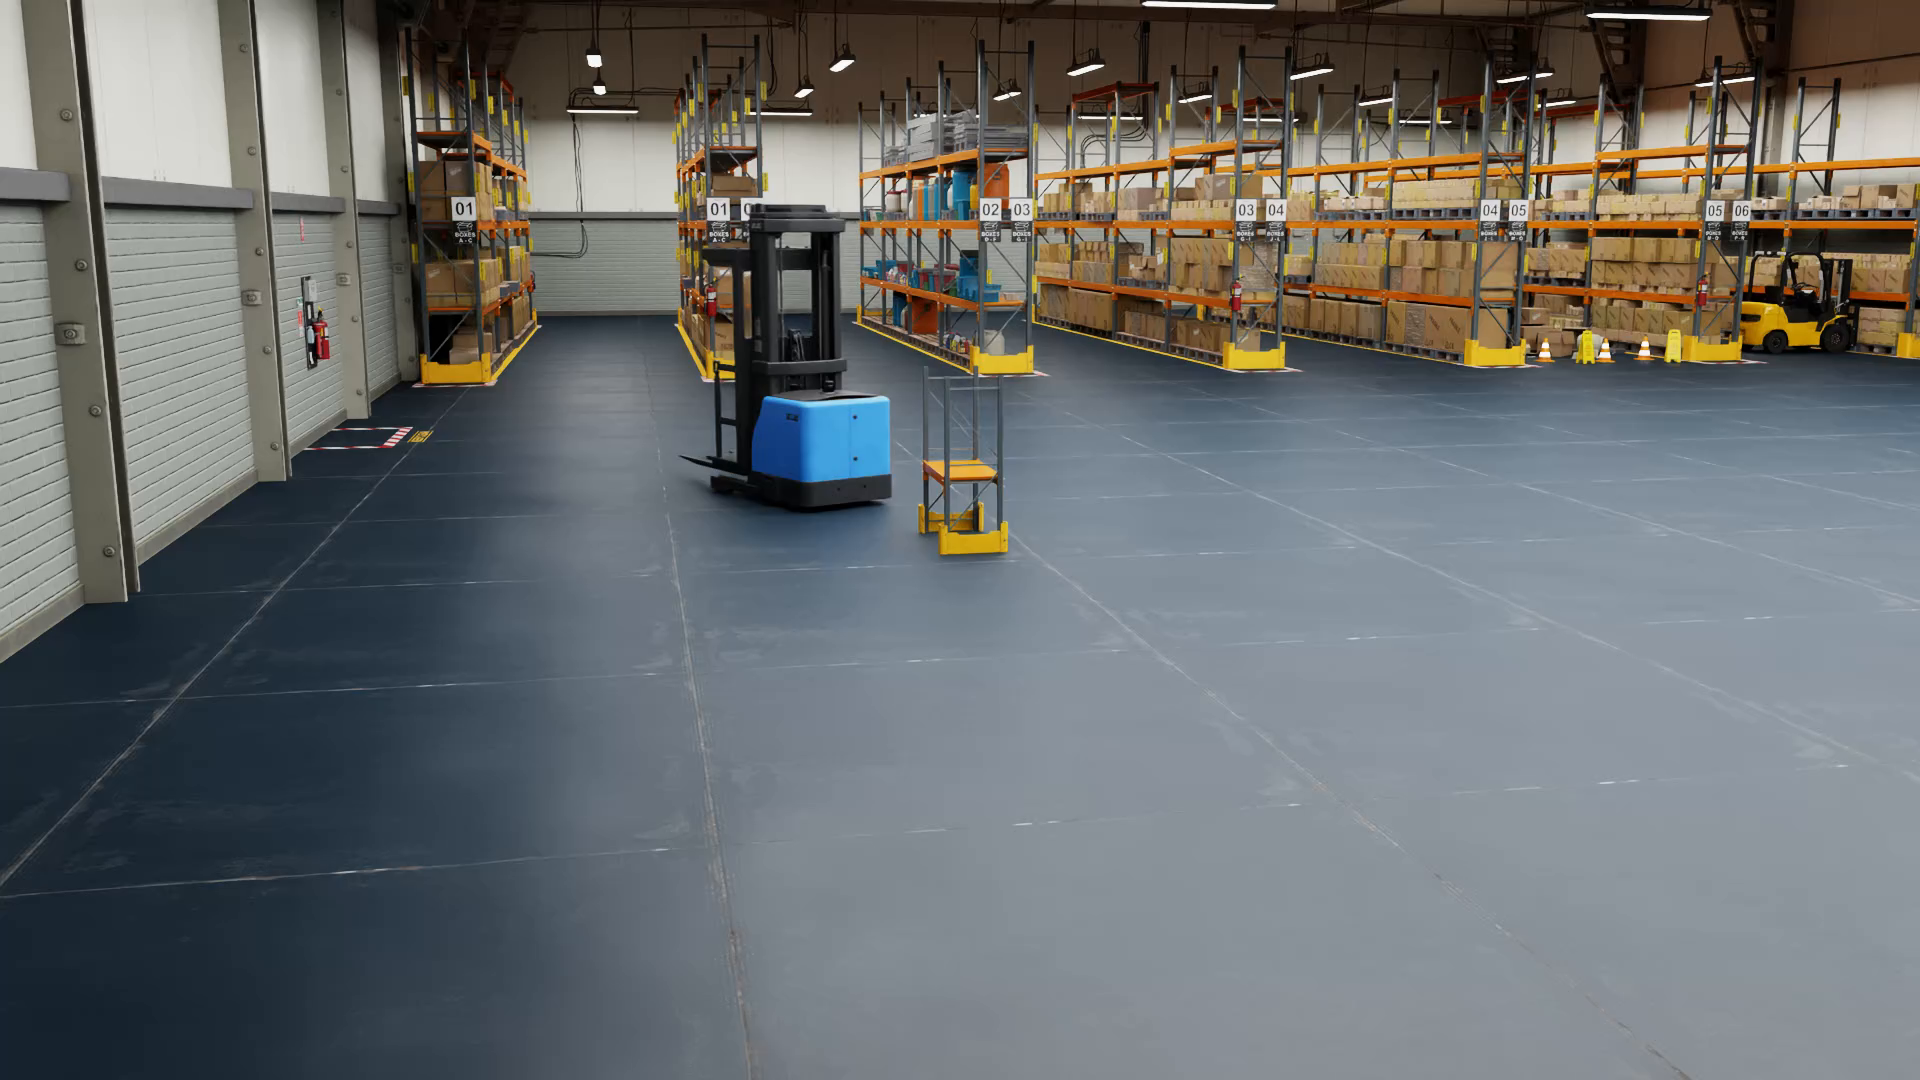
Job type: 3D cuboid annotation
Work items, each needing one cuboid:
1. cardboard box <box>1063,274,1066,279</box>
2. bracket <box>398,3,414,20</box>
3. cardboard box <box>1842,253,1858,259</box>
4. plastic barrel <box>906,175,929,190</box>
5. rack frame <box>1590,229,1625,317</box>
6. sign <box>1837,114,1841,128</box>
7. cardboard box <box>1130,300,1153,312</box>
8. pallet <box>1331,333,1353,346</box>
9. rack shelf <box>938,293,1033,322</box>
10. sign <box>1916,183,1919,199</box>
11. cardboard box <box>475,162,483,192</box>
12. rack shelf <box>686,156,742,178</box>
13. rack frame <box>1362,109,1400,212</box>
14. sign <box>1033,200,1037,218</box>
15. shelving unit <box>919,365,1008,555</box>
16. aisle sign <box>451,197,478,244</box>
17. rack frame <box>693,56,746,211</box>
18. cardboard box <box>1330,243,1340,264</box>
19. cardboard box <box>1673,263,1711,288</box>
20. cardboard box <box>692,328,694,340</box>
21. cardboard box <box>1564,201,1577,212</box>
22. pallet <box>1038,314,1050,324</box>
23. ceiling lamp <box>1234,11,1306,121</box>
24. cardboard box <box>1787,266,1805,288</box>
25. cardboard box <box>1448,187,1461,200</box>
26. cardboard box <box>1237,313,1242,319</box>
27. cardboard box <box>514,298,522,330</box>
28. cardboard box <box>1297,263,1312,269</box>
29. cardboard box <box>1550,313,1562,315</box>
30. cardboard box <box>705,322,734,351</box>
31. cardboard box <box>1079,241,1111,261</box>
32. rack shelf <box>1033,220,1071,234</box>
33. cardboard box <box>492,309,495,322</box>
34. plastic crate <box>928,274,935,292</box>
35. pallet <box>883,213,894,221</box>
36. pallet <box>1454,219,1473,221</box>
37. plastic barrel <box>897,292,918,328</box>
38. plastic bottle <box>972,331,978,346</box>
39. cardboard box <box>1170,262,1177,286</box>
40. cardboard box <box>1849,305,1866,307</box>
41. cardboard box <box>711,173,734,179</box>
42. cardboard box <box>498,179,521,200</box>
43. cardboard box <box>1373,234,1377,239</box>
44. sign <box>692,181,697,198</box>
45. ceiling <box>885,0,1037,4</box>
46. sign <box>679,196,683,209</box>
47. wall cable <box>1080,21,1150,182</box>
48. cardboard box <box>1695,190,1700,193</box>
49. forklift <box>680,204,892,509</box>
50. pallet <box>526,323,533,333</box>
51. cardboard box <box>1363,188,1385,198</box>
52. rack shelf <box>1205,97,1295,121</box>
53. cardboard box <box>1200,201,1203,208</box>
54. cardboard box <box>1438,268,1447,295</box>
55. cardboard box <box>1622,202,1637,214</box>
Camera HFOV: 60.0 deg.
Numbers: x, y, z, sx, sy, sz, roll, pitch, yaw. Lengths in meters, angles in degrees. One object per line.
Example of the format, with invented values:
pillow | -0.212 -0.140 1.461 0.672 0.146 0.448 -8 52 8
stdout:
cardboard box | 2.934 -6.961 43.919 0.380 0.149 0.250 -2 11 -10
bracket | -9.433 -9.001 28.293 0.235 0.232 0.430 -2 11 -11
cardboard box | 19.675 -6.234 36.628 0.380 0.149 0.250 -2 11 -11
plastic barrel | -1.012 -8.432 40.488 0.600 0.901 0.708 -2 11 -11
rack frame | 17.954 -7.535 46.261 1.000 3.000 0.127 -2 11 -11
sign | 20.059 -9.567 37.972 0.100 0.325 0.005 -2 11 -11
cardboard box | 4.302 -5.494 39.044 0.500 0.250 0.500 -2 11 -9
pallet | 9.341 -4.681 38.725 1.003 0.211 1.213 -2 11 -11
rack shelf | 0.451 -4.626 32.901 1.077 0.370 4.000 -2 11 -11
sign | 19.753 -7.186 34.252 0.100 0.325 0.005 -2 11 -11
cardboard box | -8.762 -6.449 29.539 0.500 0.500 0.500 -2 11 -12
rack shelf | -5.186 -7.930 35.289 1.077 0.370 4.000 -2 11 -11
rack frame | 12.308 -11.034 48.603 1.000 3.000 0.127 -2 11 -11
sign | 1.381 -6.109 30.726 0.100 0.325 0.005 -2 11 -11
shelving unit | 0.015 -0.723 14.483 0.587 1.500 1.083 -2 11 -11
aisle sign | -8.569 -5.527 28.758 0.394 0.787 0.004 -2 11 -11
rack frame | -4.797 -8.113 33.257 1.000 3.000 0.127 -2 11 -11
cardboard box | 9.205 -6.786 39.387 0.700 0.500 0.500 -2 11 -12
cardboard box | 15.044 -5.437 34.179 0.500 0.500 0.500 -2 11 -12
cardboard box | -5.663 -4.557 36.845 0.500 0.250 0.500 -2 11 -13
cardboard box | 14.292 -7.687 38.319 0.500 0.250 0.500 -2 11 -10
pallet | 2.819 -6.213 46.776 1.003 0.211 1.213 -2 11 -11
ceiling lamp | 9.407 -14.306 50.180 2.000 3.185 0.800 -2 11 -11
cardboard box | 19.340 -6.026 38.066 0.500 0.500 0.500 -2 11 -13
cardboard box | 10.118 -6.927 33.261 0.500 0.250 0.500 -2 11 -11
cardboard box | 7.756 -6.117 45.315 0.380 0.149 0.250 -2 11 -13
cardboard box | -10.782 -5.326 39.281 0.750 0.750 0.750 -2 11 -9
cardboard box | 8.485 -6.724 40.757 0.380 0.149 0.250 -2 11 -10
cardboard box | 14.115 -5.296 40.406 0.950 0.372 0.625 -2 11 -12
cardboard box | -4.415 -3.744 30.571 0.500 0.500 0.500 -2 11 -11
cardboard box | 3.497 -7.418 42.699 0.797 0.503 0.637 -2 11 -12
rack shelf | 2.976 -8.480 45.130 1.077 0.370 4.000 -2 11 -11
cardboard box | -10.088 -4.745 35.105 0.500 0.250 0.500 -2 11 -11
plastic crate | -0.457 -5.529 35.766 0.392 0.384 0.575 -2 11 -11
pallet | -1.245 -8.054 41.470 1.213 0.211 1.003 -2 11 -11
pallet | 13.466 -8.322 42.880 1.003 0.211 1.213 -2 11 -8
plastic barrel | -1.267 -5.758 41.417 0.600 0.901 0.708 -2 11 -11
plastic bottle | 0.329 -4.148 34.374 0.144 0.351 0.185 -2 11 -11
cardboard box | 4.948 -5.636 35.225 0.875 0.500 0.500 -2 11 -11
cardboard box | 19.588 -5.033 36.672 0.500 0.250 0.500 -2 11 -12
cardboard box | -4.878 -7.256 34.044 0.500 0.500 0.500 -2 11 -10
cardboard box | -11.075 -8.617 40.932 0.500 0.500 0.500 -2 11 -12
cardboard box | 12.164 -8.774 48.094 0.380 0.149 0.250 -2 11 -9
sign | -5.328 -7.027 33.347 0.100 0.325 0.005 -2 11 -11
ceiling | -0.430 -15.497 47.985 6.000 0.001 6.000 -2 11 -11
sign | -6.884 -8.340 41.087 0.100 0.325 0.005 -2 11 -11
wall cable | 4.868 -13.417 52.516 2.277 5.999 0.120 -2 11 -11
cardboard box | 18.634 -8.438 41.324 0.500 0.500 0.500 -2 11 -11
forklift | -1.948 -1.964 17.176 1.130 2.935 3.031 -8 13 -35
pallet | -11.523 -5.449 42.763 1.003 0.211 1.213 -2 11 -11
cardboard box | 9.640 -7.891 38.452 0.500 0.500 0.500 -2 11 -11
rack shelf | 7.861 -11.748 45.389 1.077 0.370 4.000 -2 11 -11
cardboard box | 5.056 -6.767 33.540 0.380 0.149 0.250 -2 11 -10
cardboard box | 10.353 -5.302 34.127 0.875 0.550 0.550 -2 11 -11
cardboard box | 14.653 -7.155 35.850 0.500 0.250 0.500 -2 11 -10
